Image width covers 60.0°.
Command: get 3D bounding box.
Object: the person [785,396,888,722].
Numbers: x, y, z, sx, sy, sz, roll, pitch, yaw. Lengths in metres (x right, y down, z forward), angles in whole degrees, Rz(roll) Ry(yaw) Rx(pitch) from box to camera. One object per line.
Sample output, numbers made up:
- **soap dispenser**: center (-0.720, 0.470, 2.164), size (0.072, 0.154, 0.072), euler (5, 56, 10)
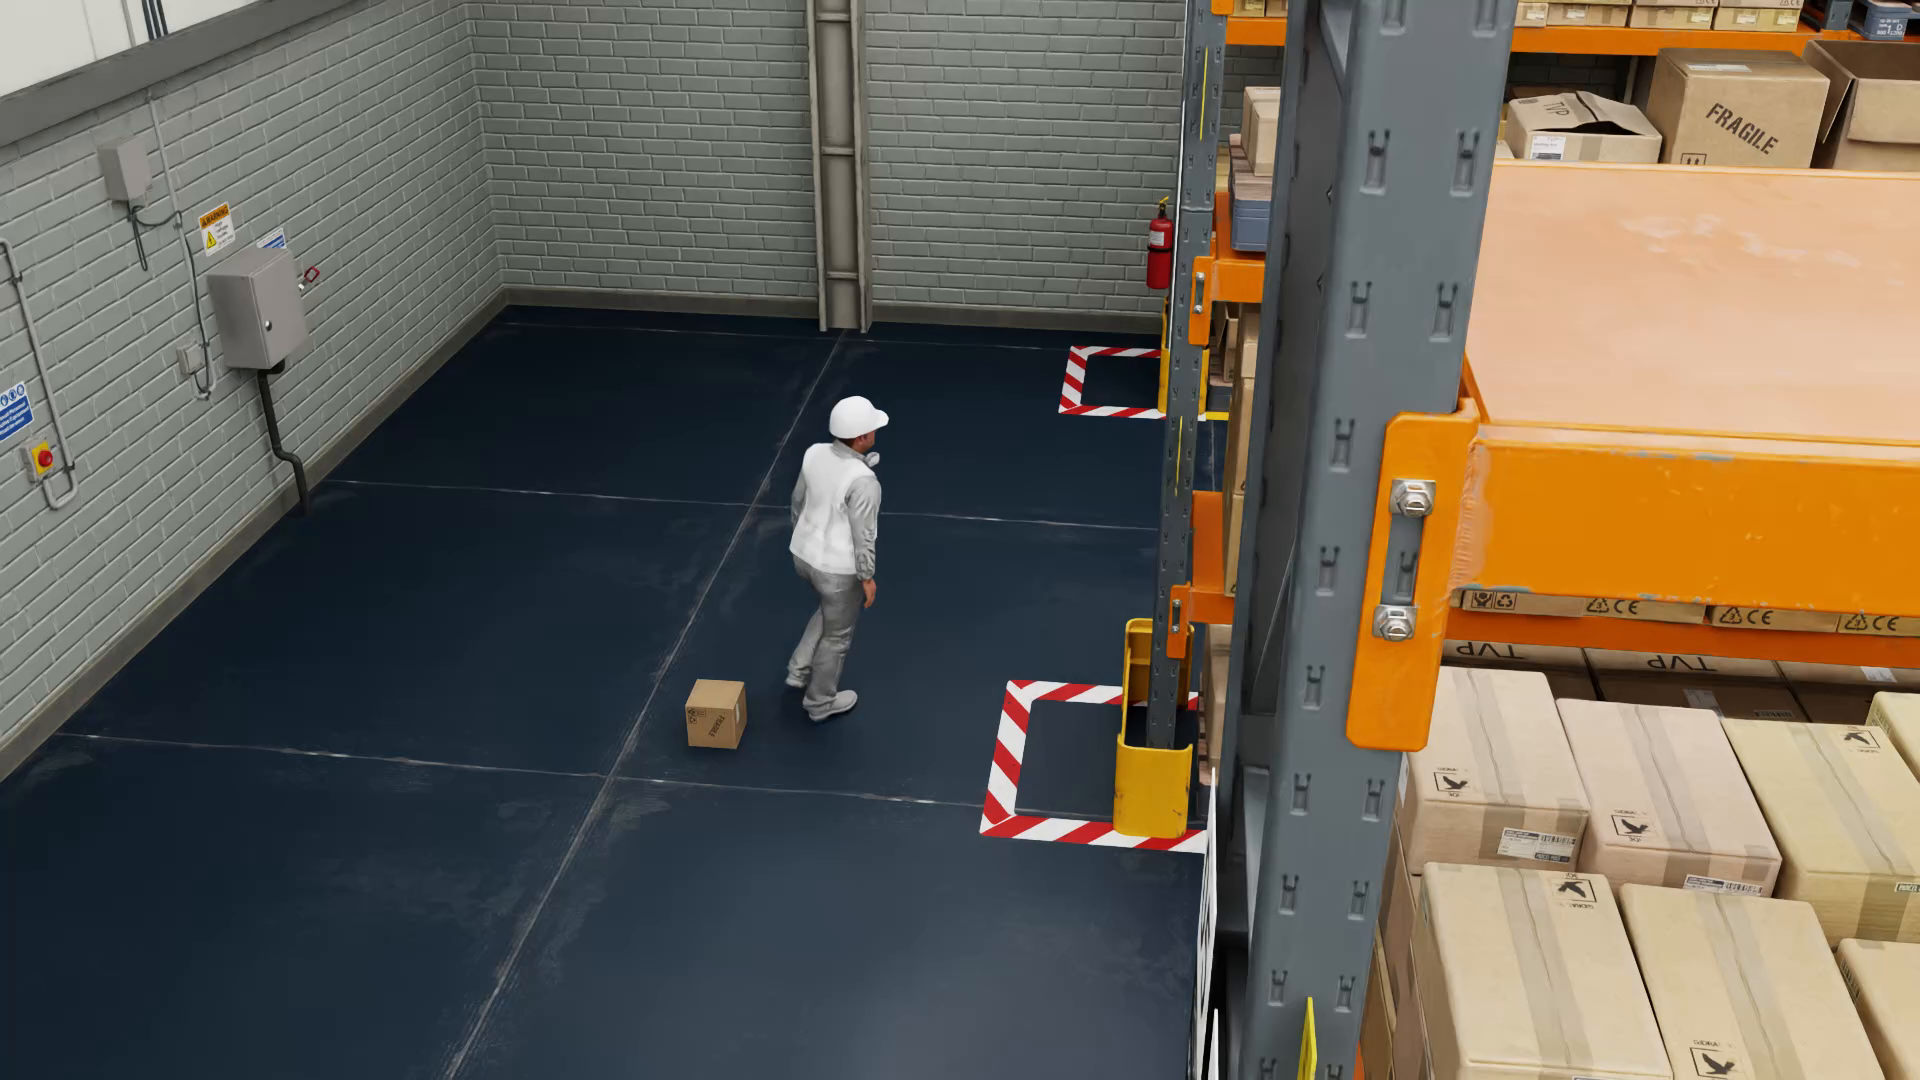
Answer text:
- **person**: center (-0.616, 0.096, 8.404), size (0.519, 1.755, 0.606), euler (-22, 35, -35)
